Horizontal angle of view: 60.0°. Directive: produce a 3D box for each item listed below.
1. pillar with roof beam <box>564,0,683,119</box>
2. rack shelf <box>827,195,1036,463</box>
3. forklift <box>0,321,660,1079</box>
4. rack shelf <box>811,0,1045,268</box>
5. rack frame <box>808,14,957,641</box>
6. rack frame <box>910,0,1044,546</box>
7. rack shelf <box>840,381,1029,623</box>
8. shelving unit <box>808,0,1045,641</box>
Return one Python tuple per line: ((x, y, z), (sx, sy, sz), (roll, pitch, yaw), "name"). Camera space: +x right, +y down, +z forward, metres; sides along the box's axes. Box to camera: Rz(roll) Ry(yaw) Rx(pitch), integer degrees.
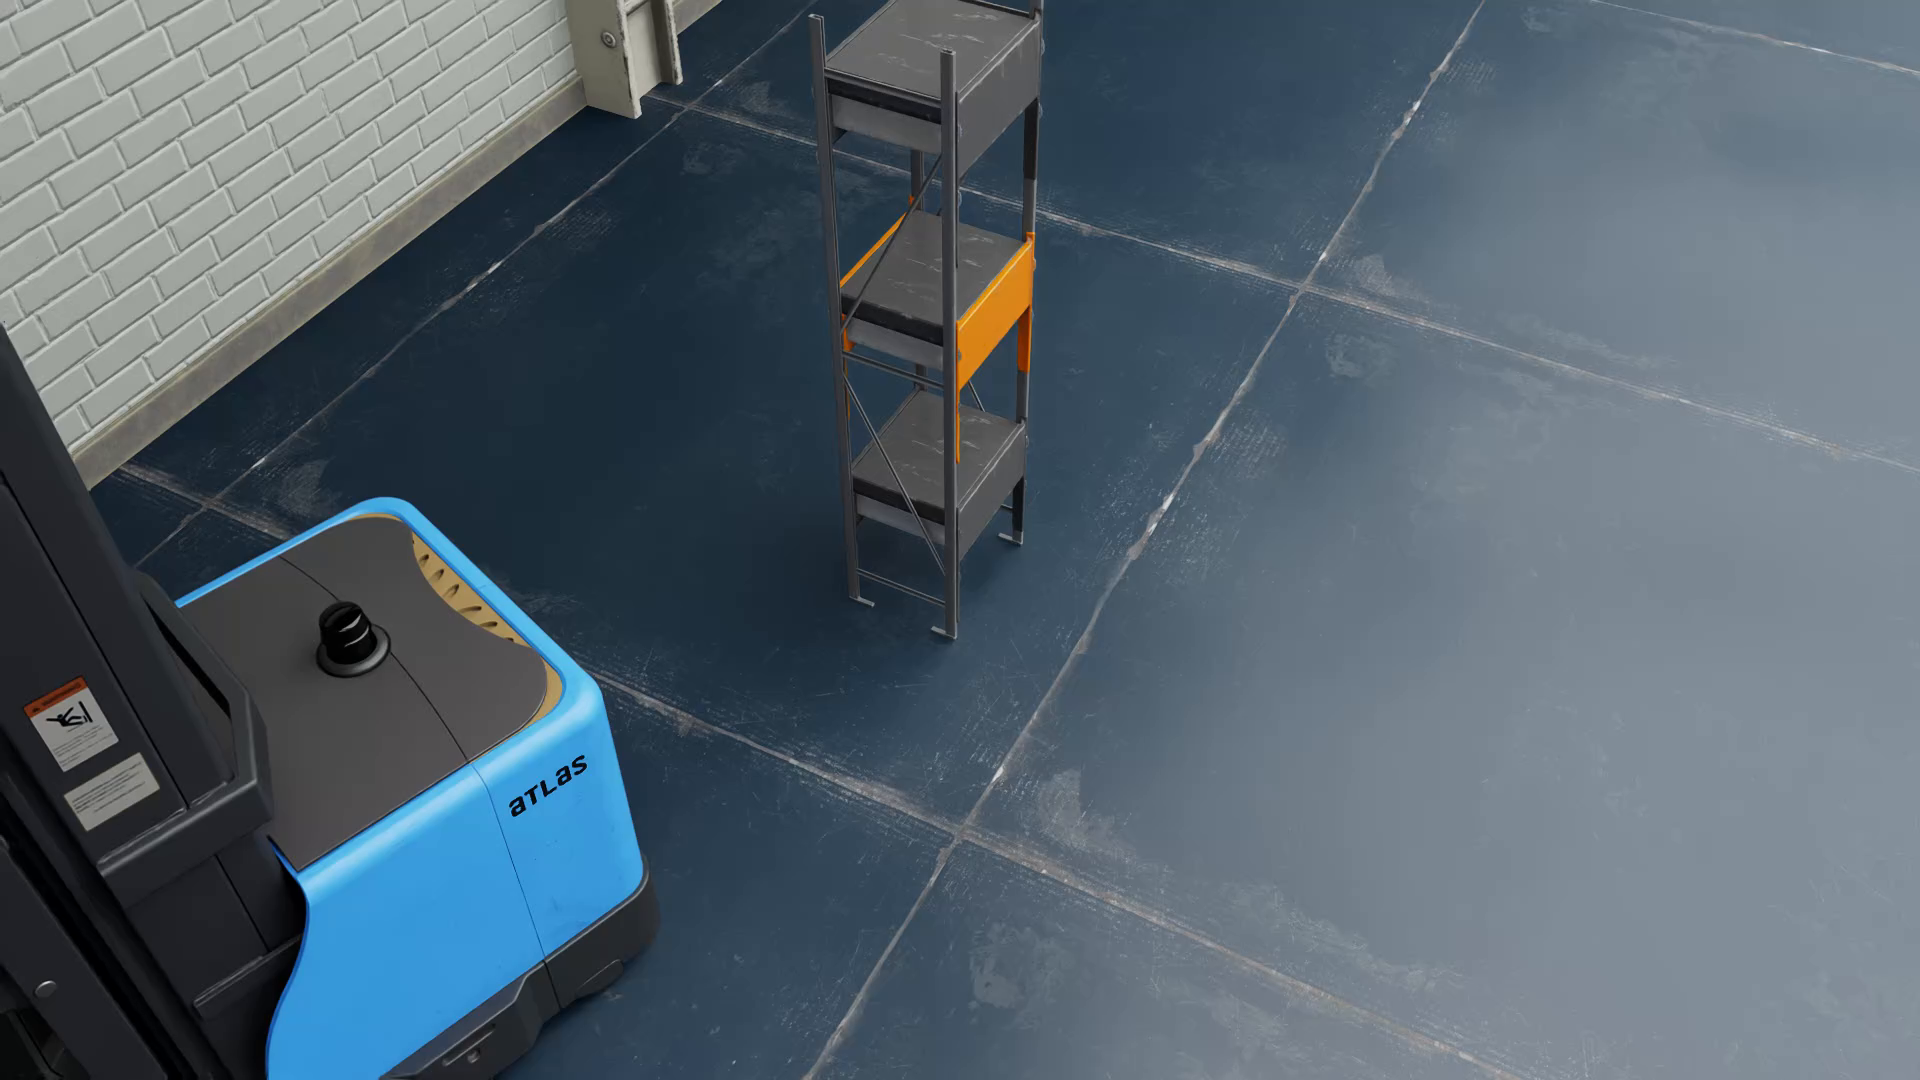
((2.271, -3.858, 3.236), (9.100, 9.000, 0.400), (20, 49, 19), "pillar with roof beam")
((-0.077, -0.624, 4.910), (0.431, 0.518, 0.480), (20, 49, 19), "rack shelf")
((-2.244, 0.556, 3.140), (3.031, 2.935, 1.130), (-34, 54, -29), "forklift")
((-0.077, -1.116, 4.412), (0.431, 0.518, 0.480), (20, 49, 19), "rack shelf")
((-0.190, -0.480, 4.748), (0.400, 2.100, 0.015), (20, 49, 19), "rack frame")
((0.036, -0.788, 5.052), (0.400, 2.100, 0.015), (20, 49, 19), "rack frame")
((-0.077, -0.132, 5.408), (0.431, 0.518, 0.480), (20, 49, 19), "rack shelf")
((-0.077, -0.634, 4.900), (0.431, 2.100, 0.503), (20, 49, 19), "shelving unit")
